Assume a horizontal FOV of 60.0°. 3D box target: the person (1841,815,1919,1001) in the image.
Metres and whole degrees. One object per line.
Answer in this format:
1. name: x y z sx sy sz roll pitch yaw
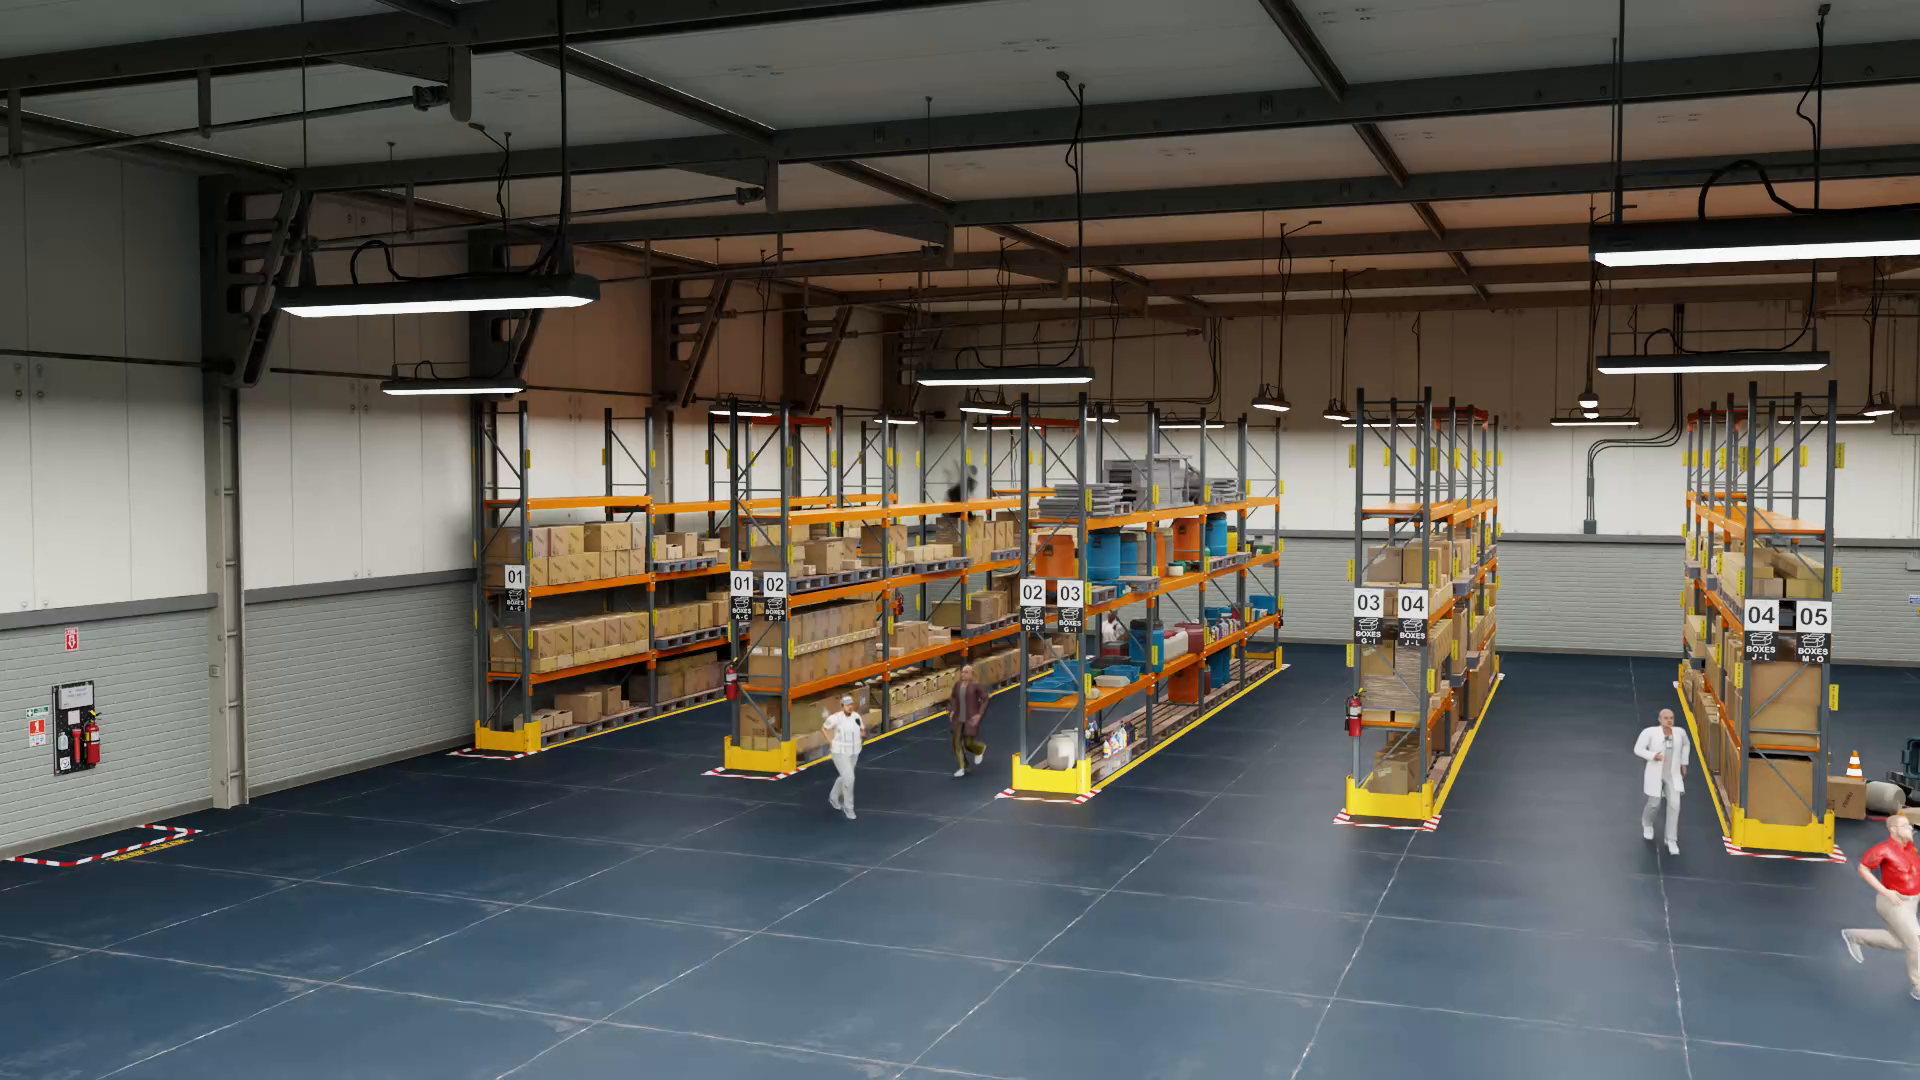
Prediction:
1. person: 8.755 3.381 15.565 0.645 1.636 0.984 -2 4 -38

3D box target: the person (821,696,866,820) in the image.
1. person: -1.607 3.047 23.423 0.576 1.734 0.764 -2 4 -41

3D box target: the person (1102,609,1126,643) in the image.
1. person: 3.095 2.224 34.060 0.572 1.666 0.560 1 3 19

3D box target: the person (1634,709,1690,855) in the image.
1. person: 9.080 3.068 21.478 0.737 1.799 1.030 0 3 9

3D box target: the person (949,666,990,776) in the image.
1. person: 0.149 2.864 26.512 0.737 1.753 0.726 2 3 30
